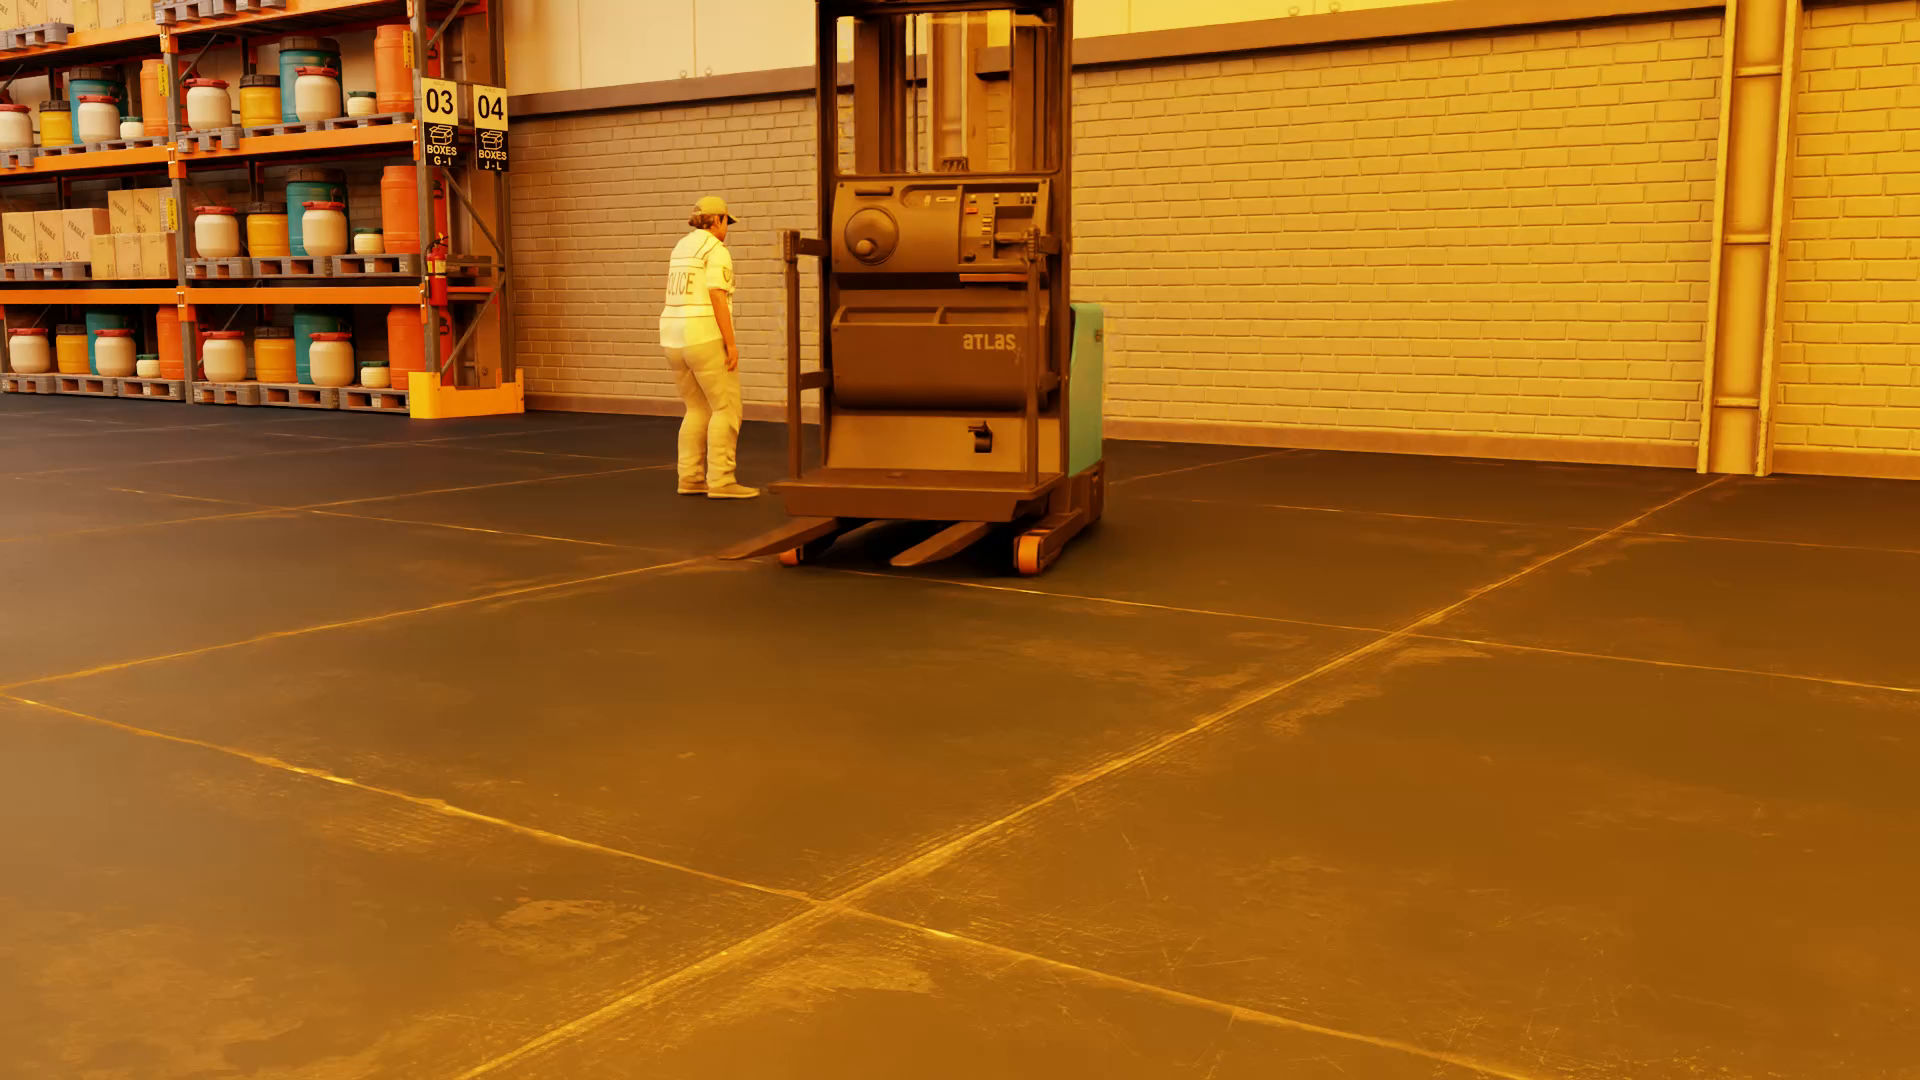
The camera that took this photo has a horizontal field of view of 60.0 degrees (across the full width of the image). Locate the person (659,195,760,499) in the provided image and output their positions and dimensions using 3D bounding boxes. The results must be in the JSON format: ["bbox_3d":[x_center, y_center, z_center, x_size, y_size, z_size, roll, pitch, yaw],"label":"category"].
[{"bbox_3d":[-1.398,-1.073,9.250,0.470,1.664,0.548,-7,11,-41],"label":"person"}]

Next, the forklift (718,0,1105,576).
[{"bbox_3d":[-0.133,-1.366,6.802,1.130,2.935,3.031,2,8,14],"label":"forklift"}]
